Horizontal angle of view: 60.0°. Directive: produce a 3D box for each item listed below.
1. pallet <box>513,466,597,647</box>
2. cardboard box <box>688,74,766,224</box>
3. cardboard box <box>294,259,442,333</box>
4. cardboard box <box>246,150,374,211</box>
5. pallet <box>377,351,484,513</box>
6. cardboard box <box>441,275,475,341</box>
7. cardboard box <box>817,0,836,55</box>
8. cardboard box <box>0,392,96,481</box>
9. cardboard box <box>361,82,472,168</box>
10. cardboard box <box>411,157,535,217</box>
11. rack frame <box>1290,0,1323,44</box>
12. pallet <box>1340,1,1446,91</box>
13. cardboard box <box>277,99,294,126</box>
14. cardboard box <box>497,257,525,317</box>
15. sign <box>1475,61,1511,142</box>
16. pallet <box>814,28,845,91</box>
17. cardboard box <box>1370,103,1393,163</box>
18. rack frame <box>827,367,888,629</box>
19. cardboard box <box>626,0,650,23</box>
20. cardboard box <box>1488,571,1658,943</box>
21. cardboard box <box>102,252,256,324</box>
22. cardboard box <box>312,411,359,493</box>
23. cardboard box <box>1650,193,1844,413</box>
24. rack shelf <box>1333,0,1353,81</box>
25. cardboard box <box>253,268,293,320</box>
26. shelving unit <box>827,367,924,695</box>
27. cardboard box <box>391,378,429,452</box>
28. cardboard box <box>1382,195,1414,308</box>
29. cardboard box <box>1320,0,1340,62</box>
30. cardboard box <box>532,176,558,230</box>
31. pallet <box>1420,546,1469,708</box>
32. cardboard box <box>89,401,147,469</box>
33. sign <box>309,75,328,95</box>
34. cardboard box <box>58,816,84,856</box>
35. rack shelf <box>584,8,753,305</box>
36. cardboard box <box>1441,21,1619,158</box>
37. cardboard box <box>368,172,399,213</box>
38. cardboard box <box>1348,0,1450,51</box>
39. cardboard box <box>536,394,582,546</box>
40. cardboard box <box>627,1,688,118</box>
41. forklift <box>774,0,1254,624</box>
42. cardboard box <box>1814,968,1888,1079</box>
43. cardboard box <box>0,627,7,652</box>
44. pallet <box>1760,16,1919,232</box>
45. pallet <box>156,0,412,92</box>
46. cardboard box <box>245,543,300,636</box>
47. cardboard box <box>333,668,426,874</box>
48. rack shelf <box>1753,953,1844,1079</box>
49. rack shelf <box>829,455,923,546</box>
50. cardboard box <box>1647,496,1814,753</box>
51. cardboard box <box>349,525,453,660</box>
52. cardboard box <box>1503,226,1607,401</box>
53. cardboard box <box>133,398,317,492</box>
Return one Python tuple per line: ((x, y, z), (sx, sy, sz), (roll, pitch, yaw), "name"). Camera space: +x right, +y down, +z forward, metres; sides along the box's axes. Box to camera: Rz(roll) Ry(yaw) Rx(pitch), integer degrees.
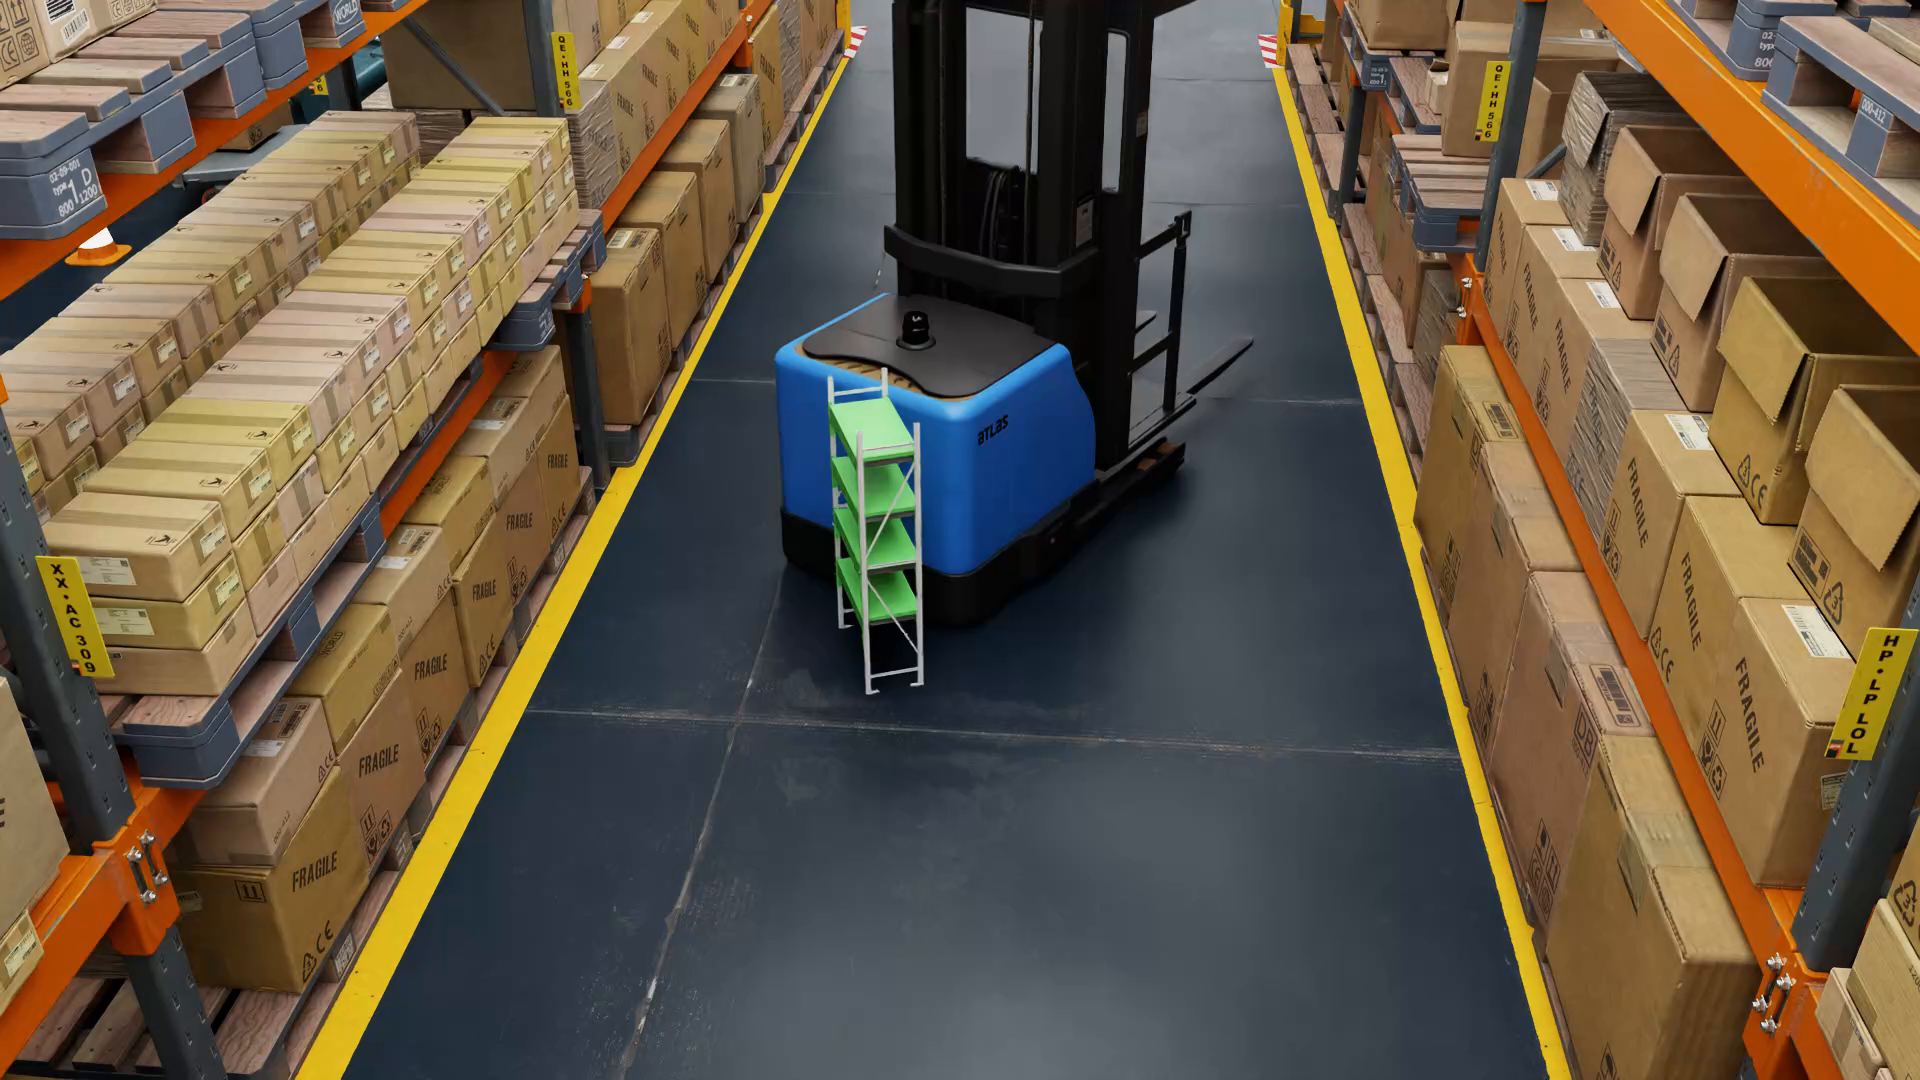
((-2.294, 0.030, 7.499), (1.003, 0.211, 1.213), (2, 32, 4), "pallet")
((-1.864, -2.549, 10.772), (1.050, 0.750, 0.750), (2, 32, 4), "cardboard box")
((-1.941, -0.802, 5.465), (0.380, 0.149, 0.250), (3, 32, 5), "cardboard box")
((-2.503, -1.388, 6.416), (0.380, 0.149, 0.250), (2, 32, 4), "cardboard box")
((-2.349, -0.447, 5.799), (1.003, 0.211, 1.213), (2, 32, 4), "pallet")
((-1.918, -0.811, 5.763), (0.380, 0.149, 0.250), (3, 32, 5), "cardboard box")
((-1.567, -4.665, 14.086), (0.875, 0.875, 0.875), (3, 32, 4), "cardboard box")
((-2.672, -0.293, 4.638), (0.380, 0.149, 0.250), (1, 32, 2), "cardboard box")
((-2.460, -1.855, 7.805), (0.500, 0.500, 0.500), (2, 32, 4), "cardboard box")
((-1.856, -1.346, 6.348), (0.380, 0.149, 0.250), (3, 32, 5), "cardboard box")
((3.358, -5.484, 13.789), (1.000, 3.000, 0.127), (2, 32, 4), "rack frame")
((2.825, -2.917, 9.807), (1.003, 0.211, 1.213), (2, 32, 4), "pallet")
((-5.401, -3.255, 12.552), (0.500, 0.500, 0.500), (27, 41, 37), "cardboard box")
((-1.877, -0.965, 6.296), (0.380, 0.149, 0.250), (2, 32, 3), "cardboard box")
((2.165, -1.778, 6.748), (0.100, 0.325, 0.005), (2, 32, 4), "sign")
((-1.564, -4.140, 14.267), (1.003, 0.211, 1.213), (2, 32, 4), "pallet")
((3.105, -2.714, 11.278), (0.500, 0.500, 0.500), (2, 32, 2), "cardboard box")
((-0.404, -0.150, 6.849), (0.240, 1.200, 0.015), (-9, 33, -14), "rack frame")
((-2.061, -3.068, 8.821), (0.700, 0.500, 0.500), (2, 32, 3), "cardboard box")
((2.485, 0.714, 5.357), (1.225, 0.875, 0.875), (1, 32, 2), "cardboard box")
((-2.589, -0.839, 5.525), (0.380, 0.149, 0.250), (2, 32, 3), "cardboard box")
((-2.003, -0.265, 4.877), (0.380, 0.149, 0.250), (1, 32, 2), "cardboard box")
((2.527, -0.697, 4.970), (0.797, 0.503, 0.637), (3, 32, 6), "cardboard box")
((3.195, -4.132, 12.281), (1.077, 0.370, 4.000), (2, 32, 4), "rack shelf")
((-2.572, -0.846, 5.819), (0.380, 0.149, 0.250), (2, 32, 4), "cardboard box")
((-0.335, -0.027, 6.650), (0.258, 1.200, 0.503), (-9, 33, -14), "shelving unit")
((-1.963, -0.415, 5.403), (0.380, 0.149, 0.250), (2, 32, 3), "cardboard box")
((2.858, -1.654, 9.538), (0.700, 0.500, 0.500), (0, 32, 0), "cardboard box")
((3.290, -4.273, 13.806), (0.500, 0.500, 0.500), (8, 33, 13), "cardboard box")
((-1.835, -1.346, 6.631), (0.380, 0.149, 0.250), (4, 32, 6), "cardboard box")
((2.567, 0.296, 7.069), (1.003, 0.211, 1.213), (2, 32, 4), "pallet")
((-2.658, -0.299, 4.932), (0.380, 0.149, 0.250), (1, 32, 2), "cardboard box")
((-2.782, -2.080, 7.163), (0.100, 0.325, 0.005), (2, 32, 4), "sign")
((-2.746, 0.692, 5.035), (0.500, 0.250, 0.500), (2, 32, 3), "cardboard box")
((-2.066, -2.305, 9.317), (1.077, 0.370, 4.000), (2, 32, 4), "rack shelf")
((2.657, -2.102, 7.806), (0.700, 0.500, 0.500), (7, 32, 11), "cardboard box")
((-2.488, -1.378, 6.682), (0.380, 0.149, 0.250), (4, 32, 6), "cardboard box")
((2.828, -3.417, 9.463), (1.000, 1.000, 1.000), (3, 32, 4), "cardboard box")
((-2.022, -0.325, 7.400), (0.500, 0.500, 0.500), (2, 32, 4), "cardboard box")
((-1.800, -2.621, 9.049), (0.500, 0.500, 0.500), (2, 32, 3), "cardboard box")
((0.462, -1.616, 7.578), (1.130, 2.935, 3.031), (20, 37, 30), "forklift")
((2.025, 1.038, 3.445), (0.380, 0.149, 0.250), (3, 32, 4), "cardboard box")
((-2.719, 0.238, 4.343), (0.380, 0.149, 0.250), (2, 32, 3), "cardboard box")
((2.406, -0.886, 3.652), (0.805, 0.209, 1.217), (1, 32, 2), "pallet")
((-2.316, -1.531, 4.696), (1.213, 0.211, 1.003), (2, 32, 4), "pallet")
((-2.047, 0.123, 4.531), (0.380, 0.149, 0.250), (3, 32, 5), "cardboard box")
((-2.188, 0.760, 5.640), (0.500, 0.500, 0.500), (4, 32, 6), "cardboard box")
((2.218, 2.143, 2.099), (1.077, 0.370, 4.000), (2, 32, 4), "rack shelf")
((-0.335, -0.177, 6.558), (0.258, 0.148, 0.480), (-9, 33, -14), "rack shelf")
((2.194, 0.234, 4.416), (0.500, 0.500, 0.500), (3, 32, 6), "cardboard box")
((-2.144, 0.172, 5.879), (0.500, 0.250, 0.500), (4, 32, 6), "cardboard box")
((2.356, -0.831, 6.144), (0.500, 0.500, 0.500), (2, 32, 3), "cardboard box")
((-2.024, -0.265, 4.593), (0.380, 0.149, 0.250), (3, 32, 4), "cardboard box")
